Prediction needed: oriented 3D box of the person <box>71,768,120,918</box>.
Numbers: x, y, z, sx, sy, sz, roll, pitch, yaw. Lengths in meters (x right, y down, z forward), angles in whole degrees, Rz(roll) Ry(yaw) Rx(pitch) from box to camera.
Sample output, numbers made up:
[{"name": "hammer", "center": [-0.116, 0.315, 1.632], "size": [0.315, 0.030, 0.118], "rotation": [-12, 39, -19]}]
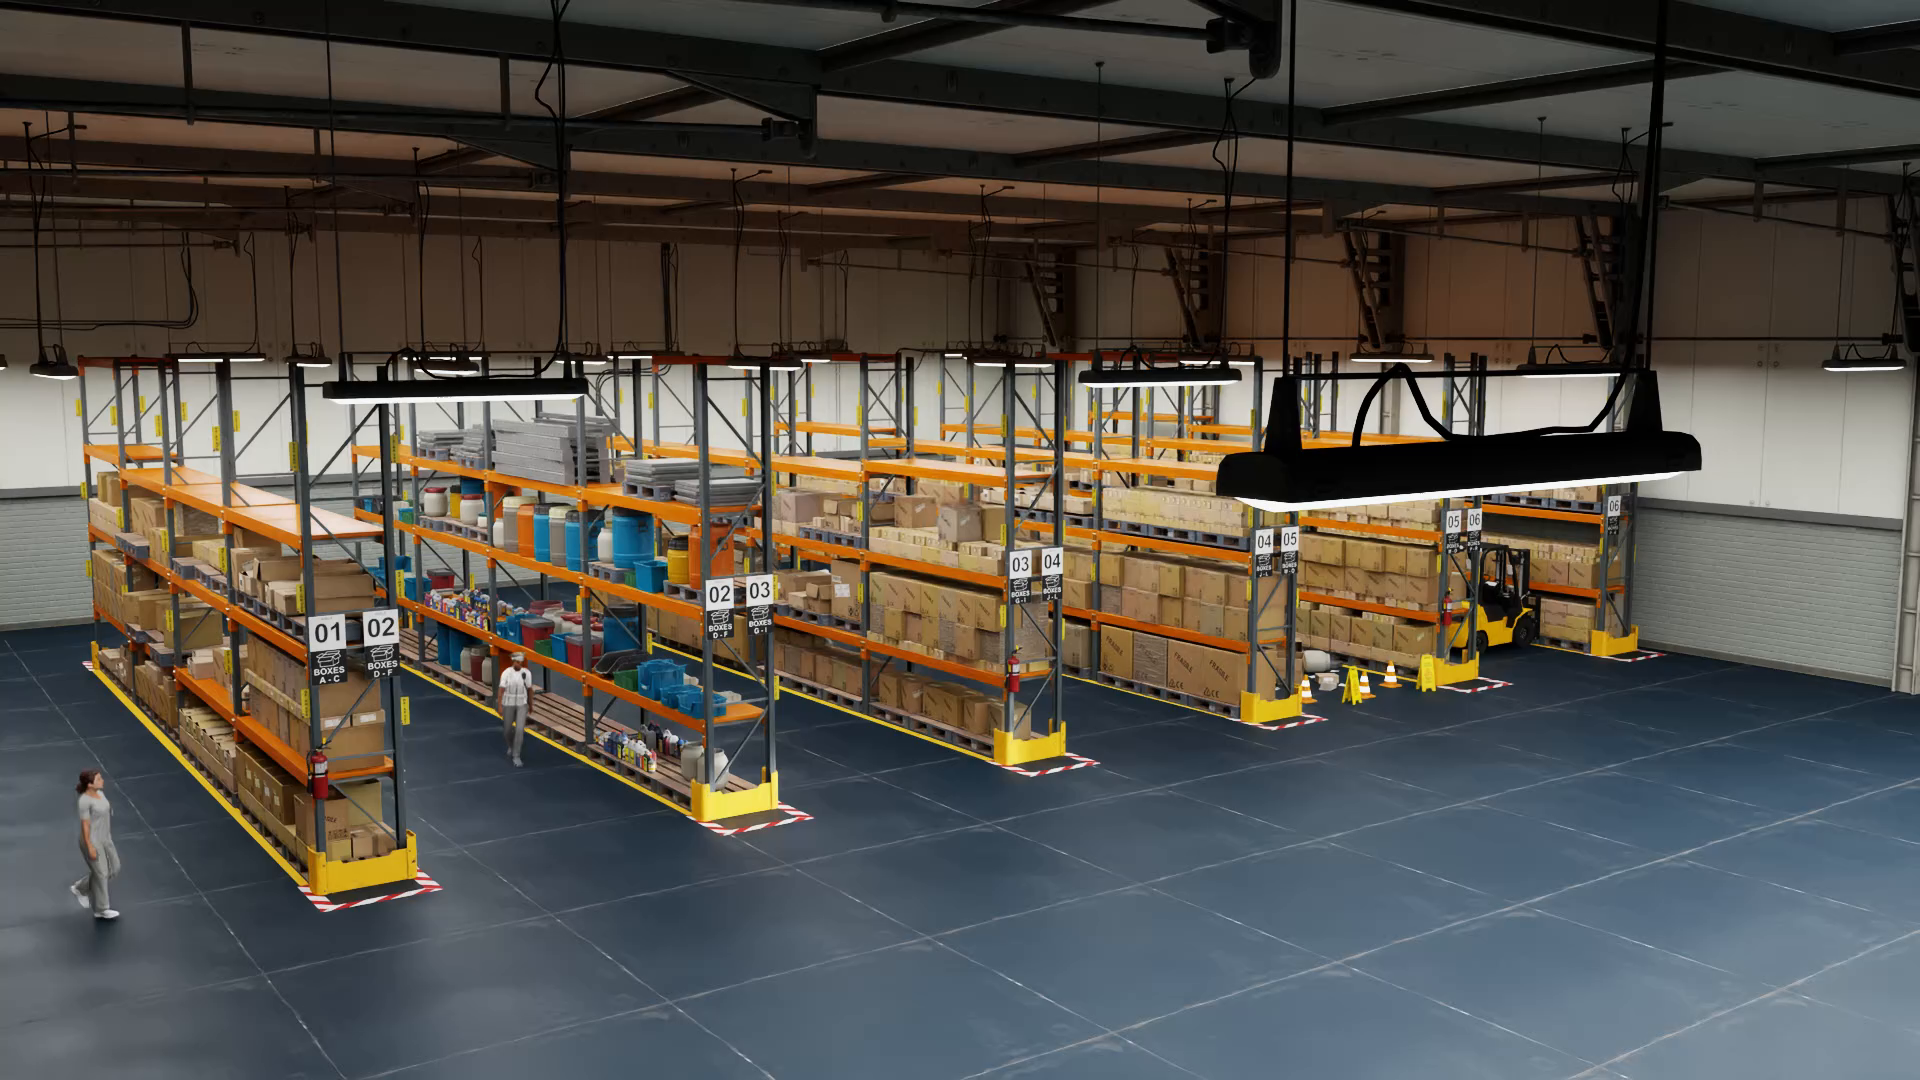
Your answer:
[{"name": "person", "center": [-9.494, 3.297, 18.154], "size": [0.611, 1.654, 0.450], "rotation": [1, 7, 7]}]

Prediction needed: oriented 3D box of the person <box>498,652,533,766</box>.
[{"name": "person", "center": [-6.673, 2.503, 24.975], "size": [0.532, 1.675, 0.763], "rotation": [-2, 7, -18]}]

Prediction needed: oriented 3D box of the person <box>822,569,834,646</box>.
[{"name": "person", "center": [-2.627, 1.438, 33.203], "size": [0.601, 1.697, 1.092], "rotation": [-6, 9, -39]}]
